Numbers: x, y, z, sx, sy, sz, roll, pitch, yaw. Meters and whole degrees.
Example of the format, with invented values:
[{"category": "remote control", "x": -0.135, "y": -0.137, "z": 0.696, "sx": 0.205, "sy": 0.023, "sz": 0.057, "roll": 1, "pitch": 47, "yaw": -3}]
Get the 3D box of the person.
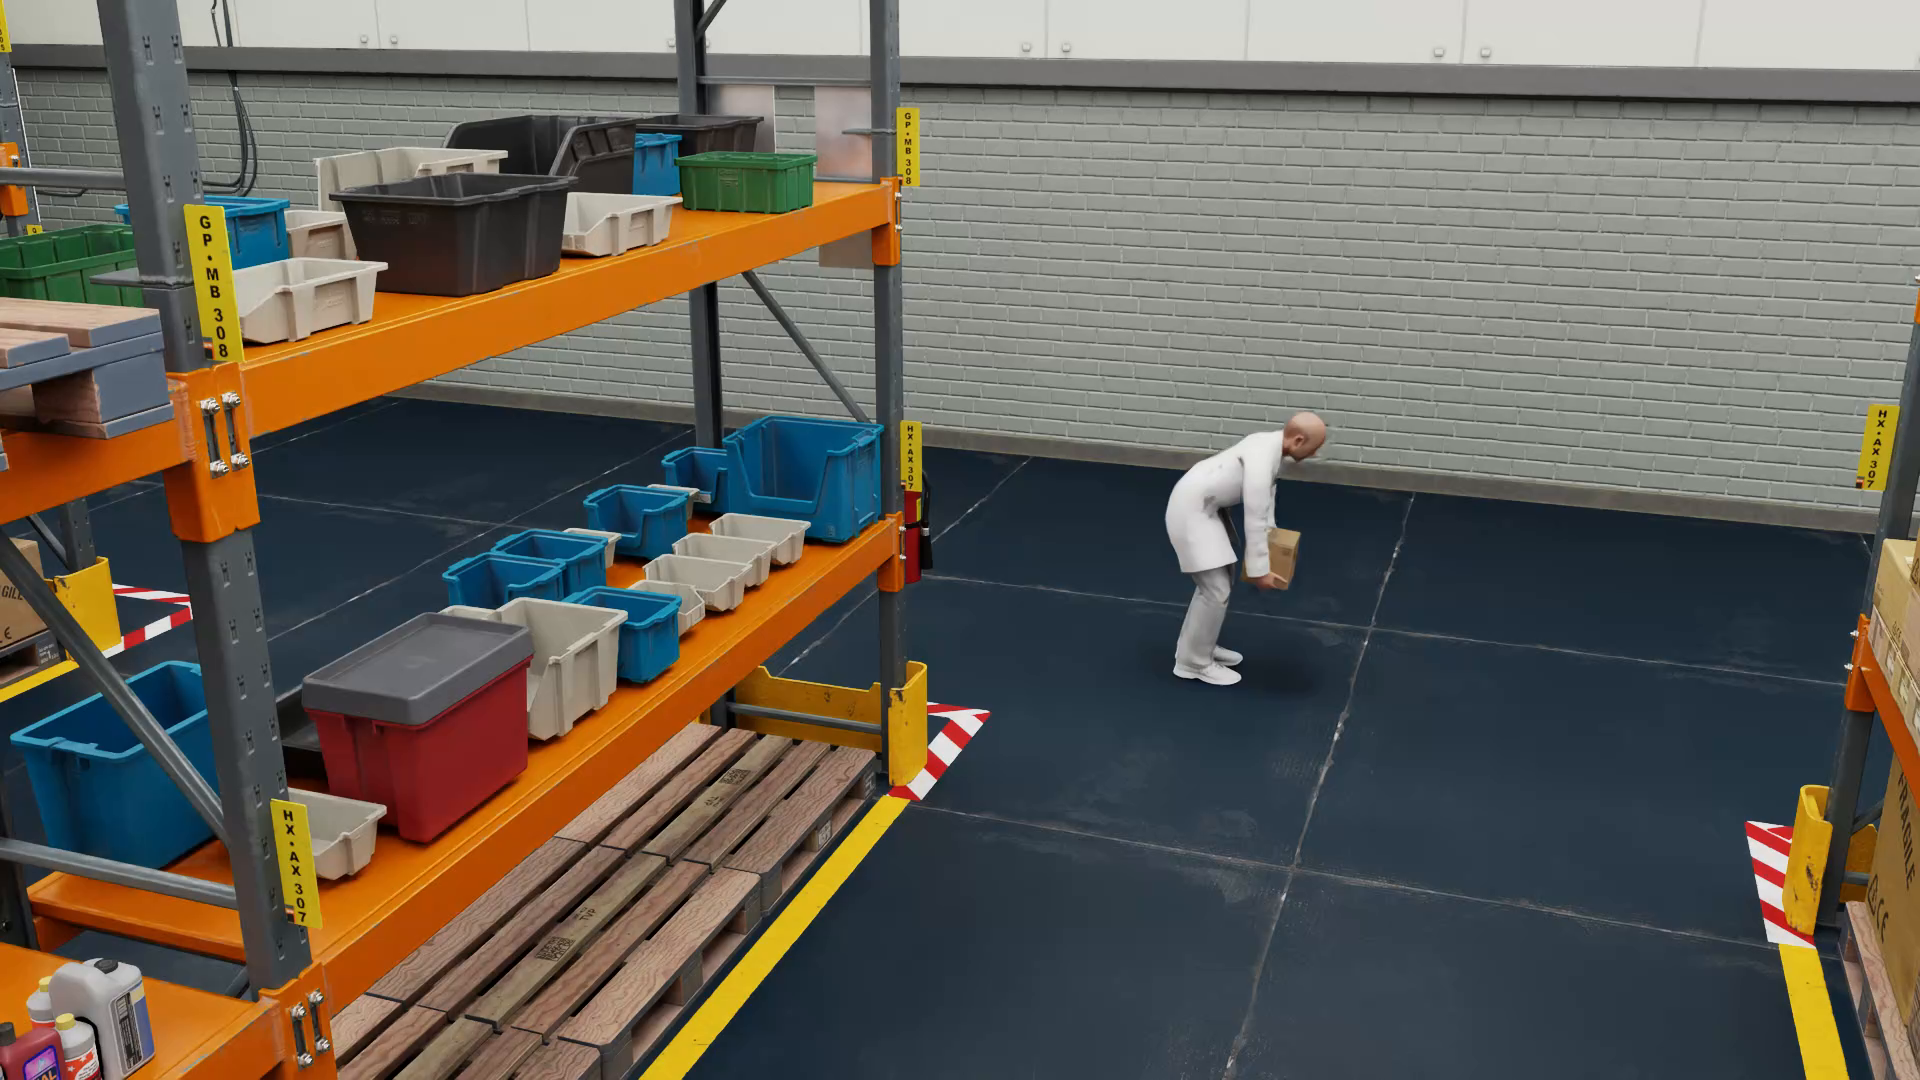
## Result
[{"category": "person", "x": 1.510, "y": 0.029, "z": 8.934, "sx": 0.815, "sy": 1.507, "sz": 0.546, "roll": 6, "pitch": 19, "yaw": 17}]
